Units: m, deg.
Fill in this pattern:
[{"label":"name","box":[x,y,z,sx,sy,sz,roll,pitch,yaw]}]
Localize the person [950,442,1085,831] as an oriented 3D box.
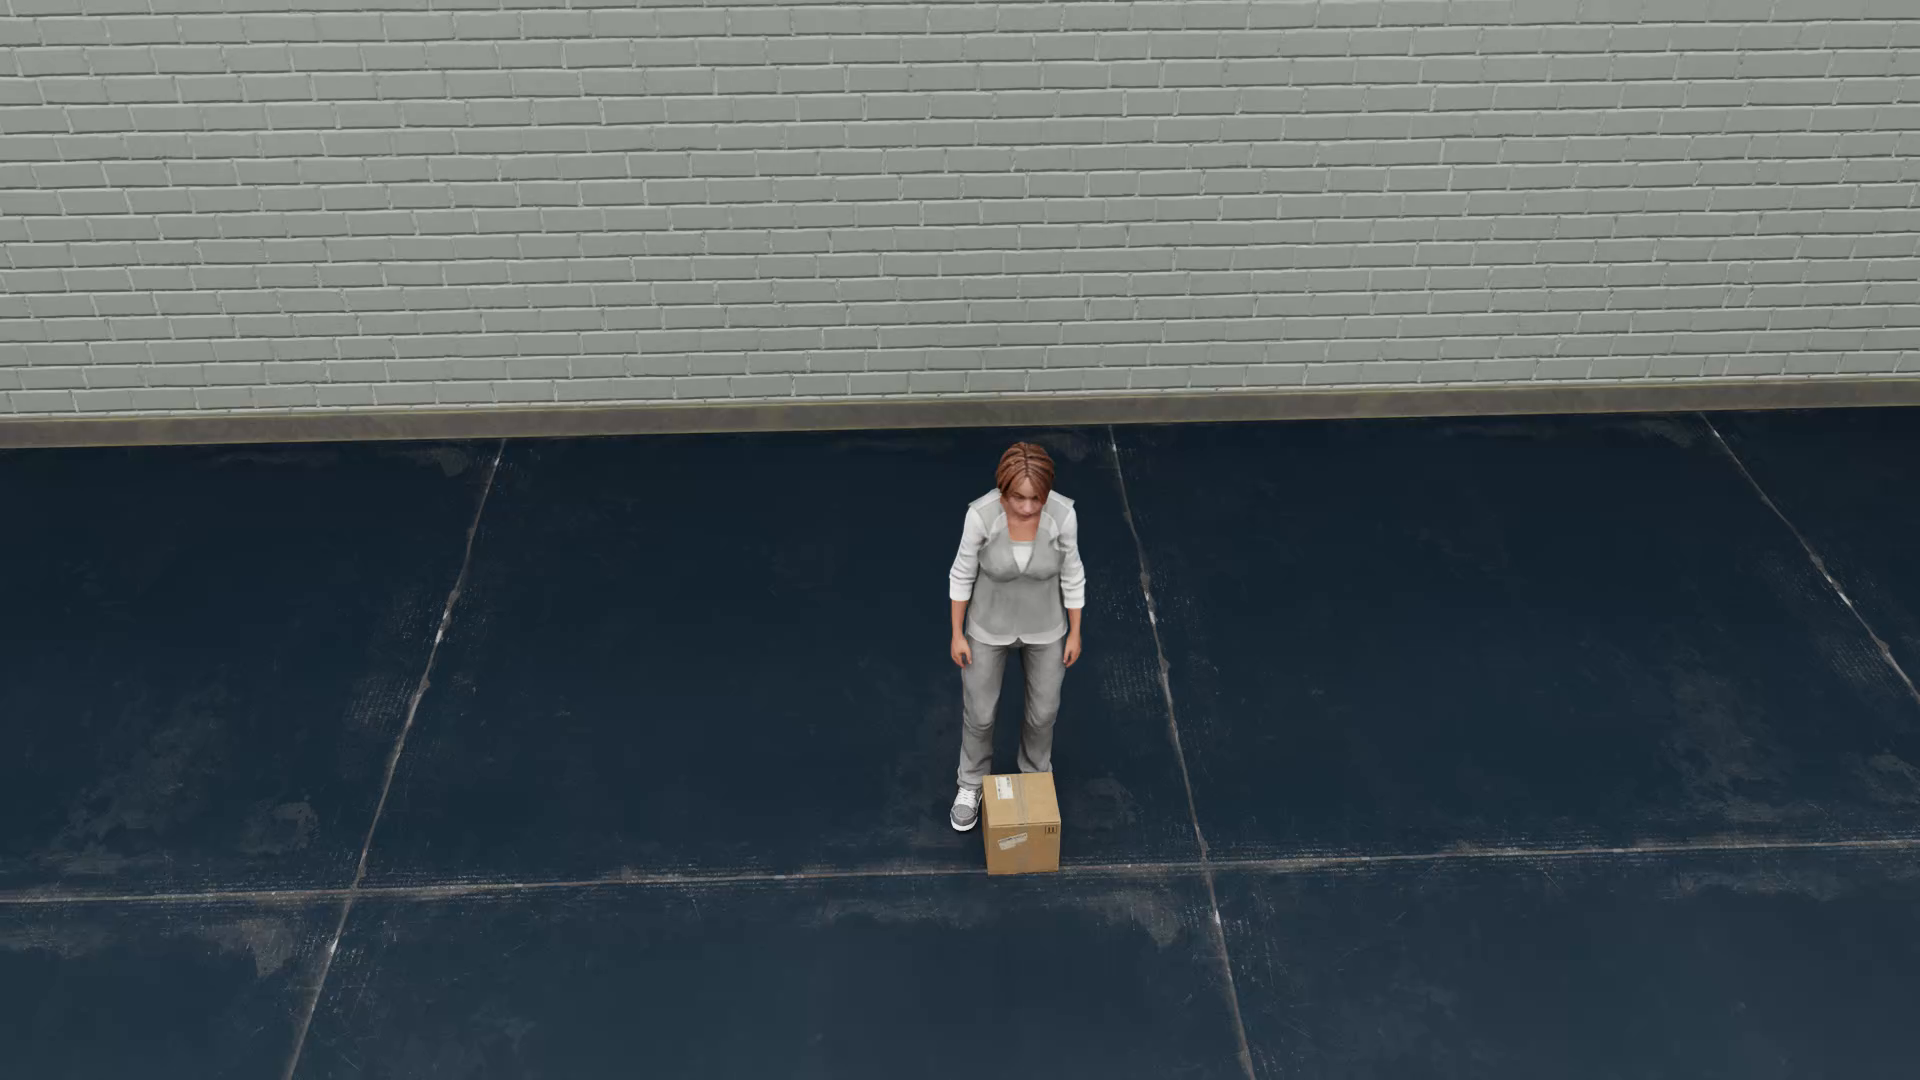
[{"label":"person","box":[0.192,0.324,5.705,0.462,1.593,0.344,-1,36,-2]}]
